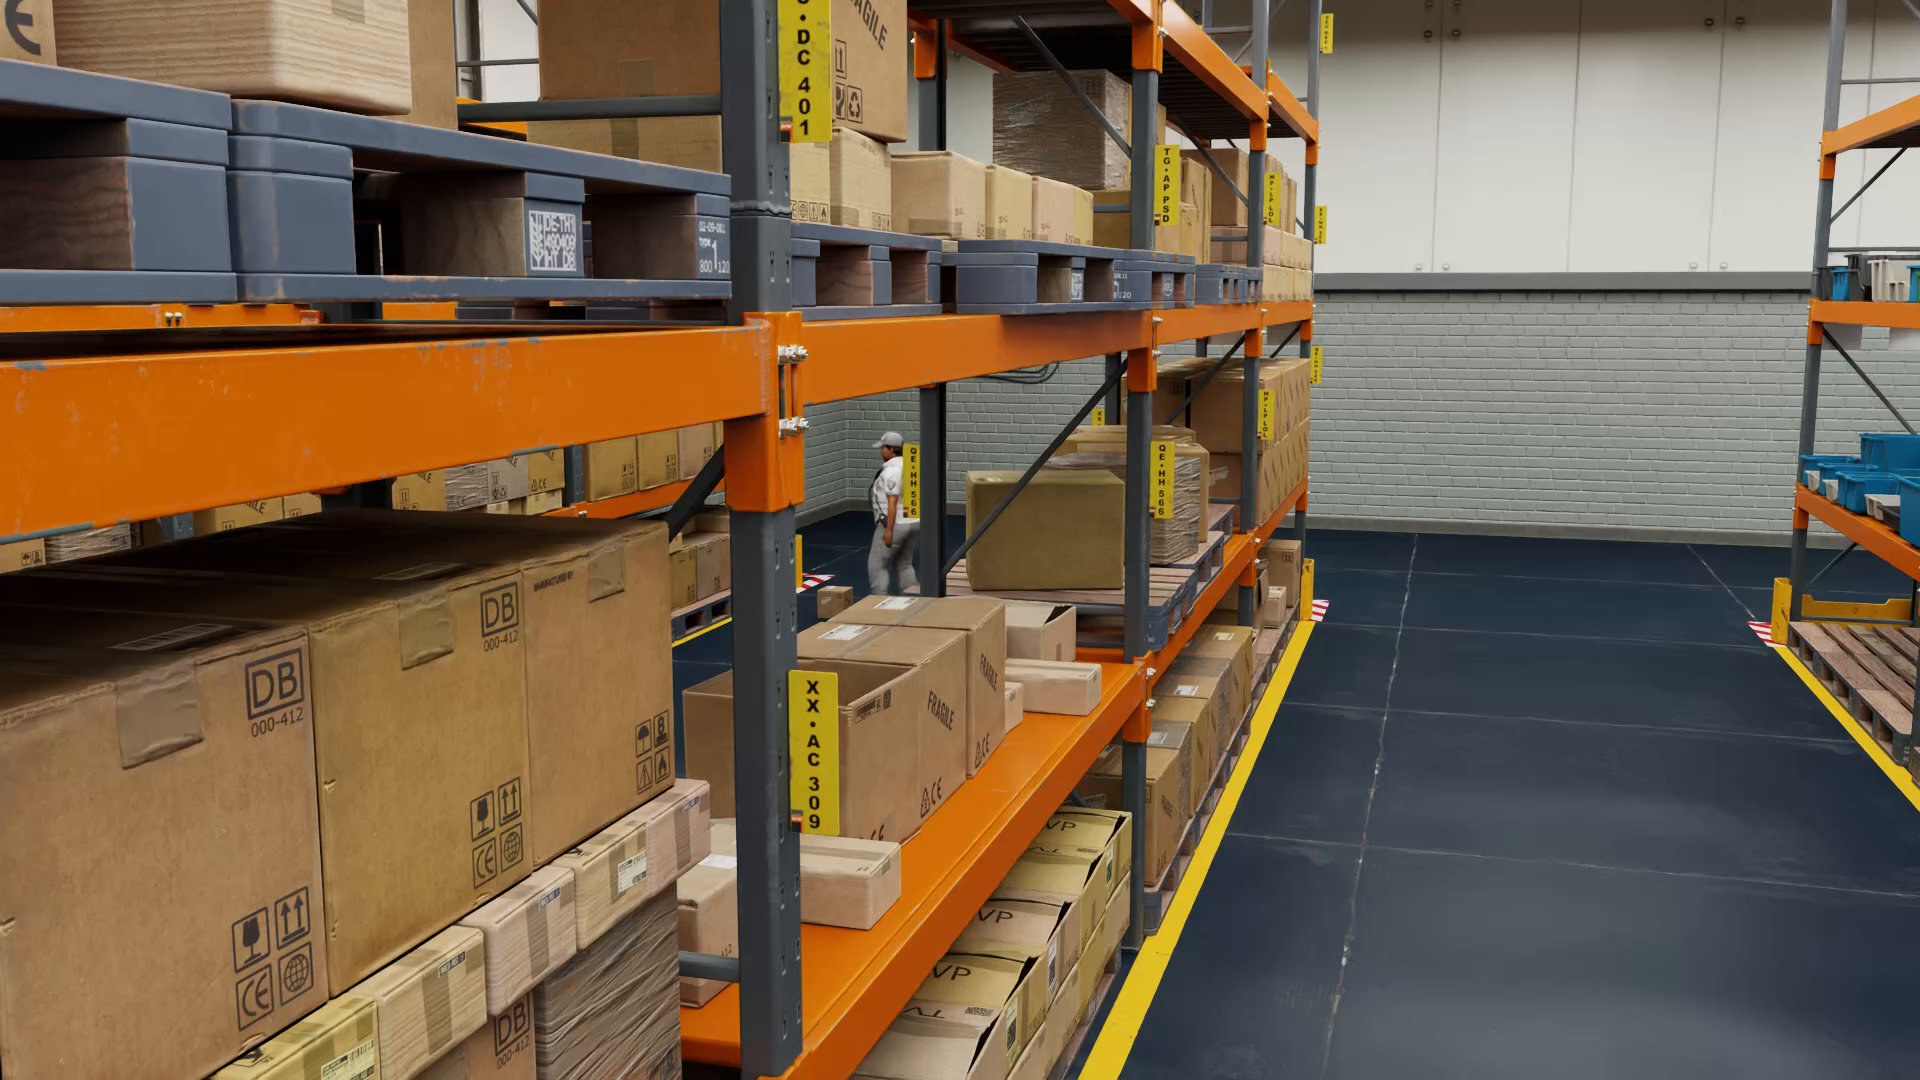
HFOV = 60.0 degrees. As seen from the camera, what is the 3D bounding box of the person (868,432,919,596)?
[{"bbox_3d":[-0.612,-0.092,14.534,0.492,1.706,0.494,3,9,17],"label":"person"}]
